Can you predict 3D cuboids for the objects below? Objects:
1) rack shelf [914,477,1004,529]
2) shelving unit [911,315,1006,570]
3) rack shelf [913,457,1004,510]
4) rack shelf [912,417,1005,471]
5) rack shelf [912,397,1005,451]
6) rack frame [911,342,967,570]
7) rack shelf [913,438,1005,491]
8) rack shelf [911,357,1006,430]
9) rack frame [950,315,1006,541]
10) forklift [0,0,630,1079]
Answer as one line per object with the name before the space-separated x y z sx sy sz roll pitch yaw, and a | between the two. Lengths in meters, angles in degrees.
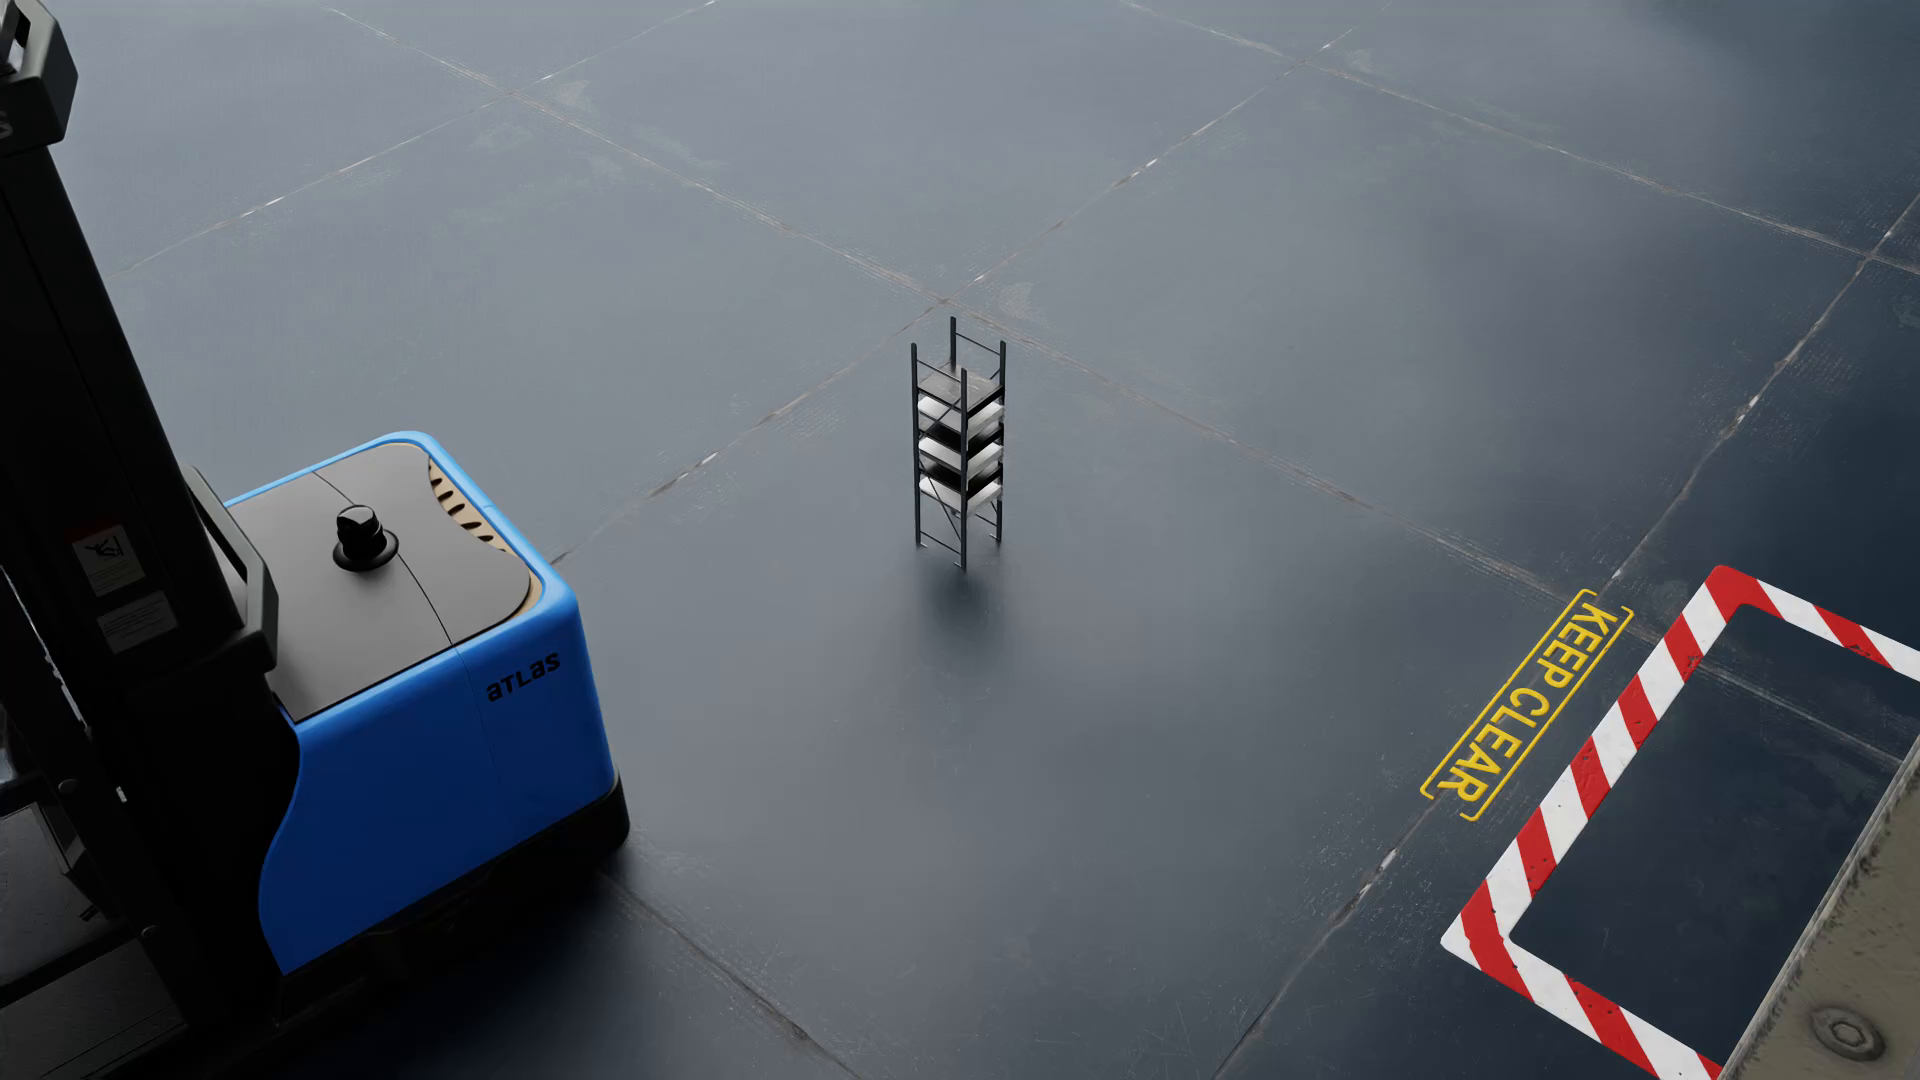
rack shelf | -0.005 -0.171 6.007 0.258 0.077 0.200 29 50 28
shelving unit | -0.005 -0.329 5.864 0.258 0.900 0.210 29 50 28
rack shelf | -0.005 -0.238 5.947 0.258 0.077 0.200 29 50 28
rack shelf | -0.005 -0.371 5.826 0.258 0.077 0.200 29 50 28
rack shelf | -0.005 -0.437 5.765 0.258 0.077 0.200 29 50 28
rack frame | -0.071 -0.276 5.806 0.240 0.900 0.006 29 50 28
rack shelf | -0.005 -0.304 5.886 0.258 0.077 0.200 29 50 28
rack shelf | -0.005 -0.504 5.705 0.258 0.077 0.200 29 50 28
rack frame | 0.060 -0.381 5.921 0.240 0.900 0.006 29 50 28
forklift | -2.476 0.232 3.737 3.031 2.935 1.130 -28 49 -28
